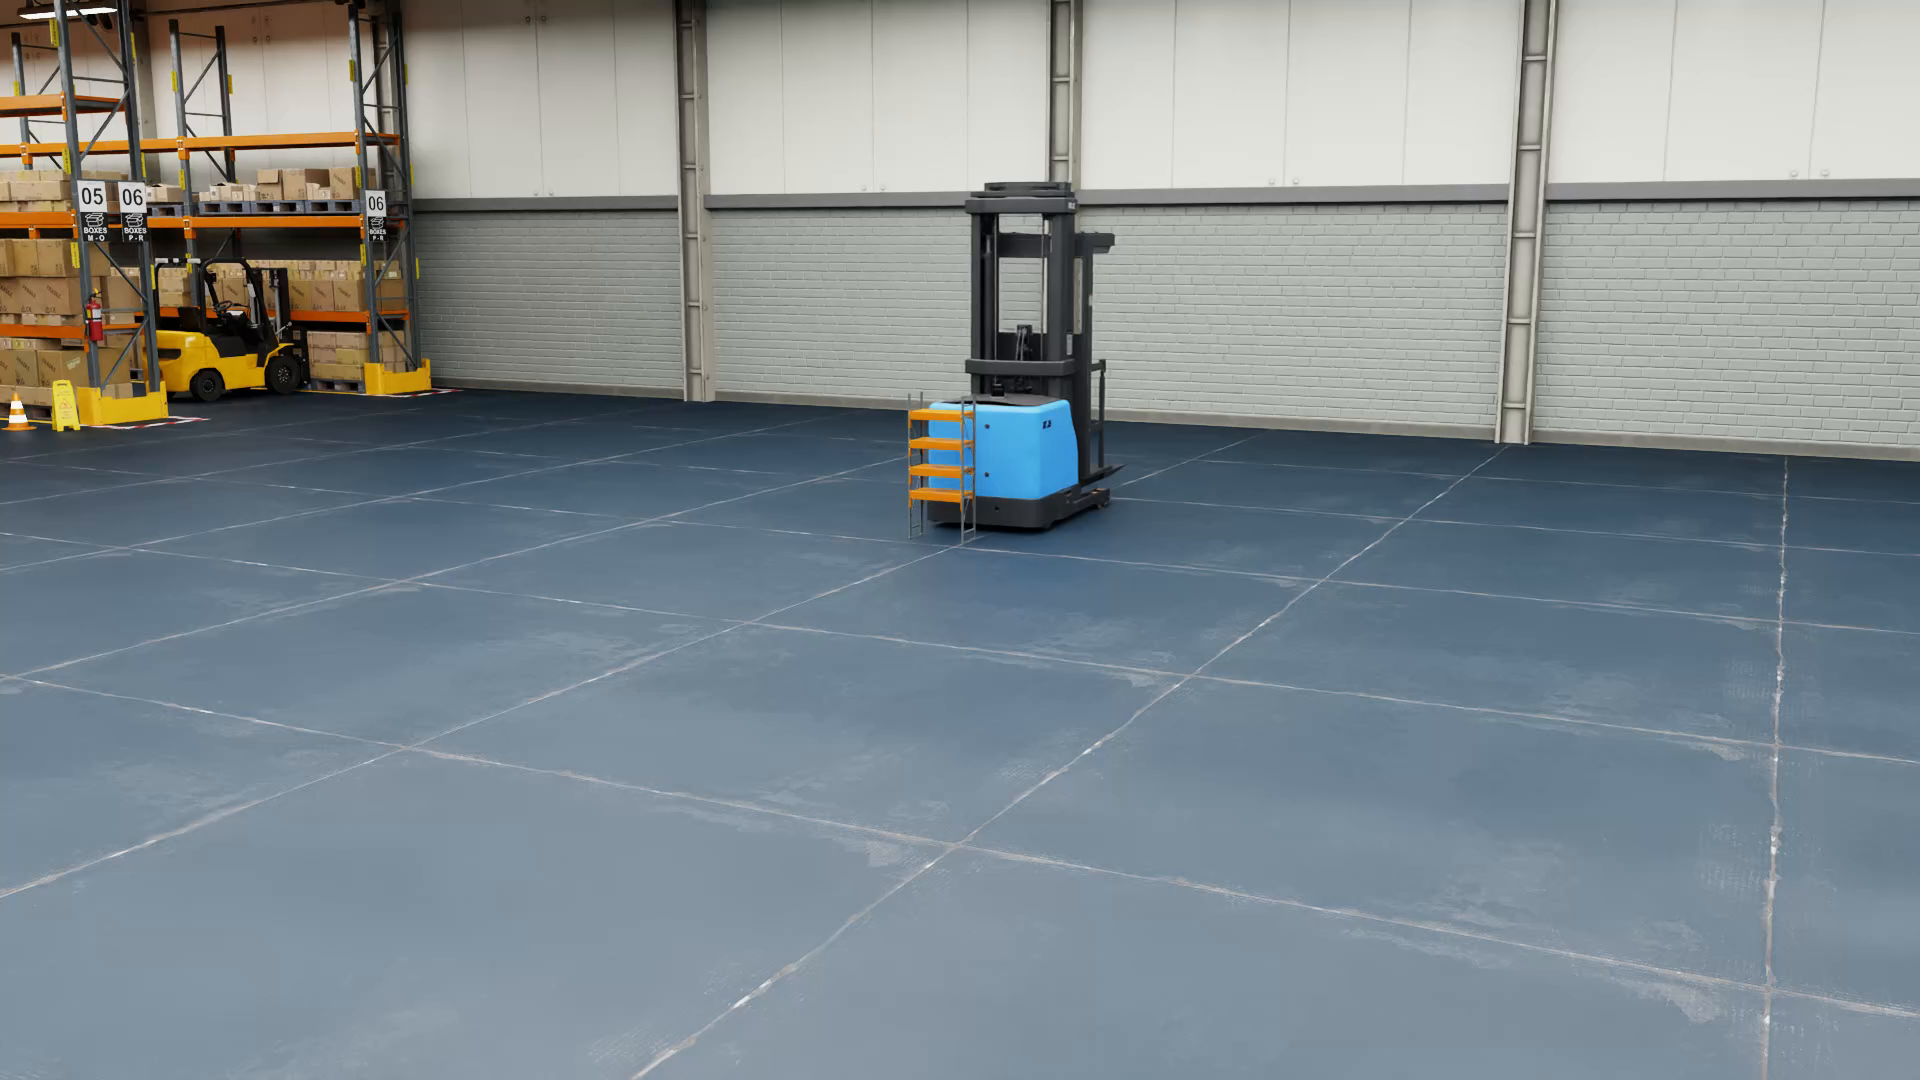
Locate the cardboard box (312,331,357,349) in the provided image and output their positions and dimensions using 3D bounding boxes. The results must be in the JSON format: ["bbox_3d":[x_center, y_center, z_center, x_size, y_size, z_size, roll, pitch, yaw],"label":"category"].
[{"bbox_3d":[-10.162,-3.263,27.068,0.500,0.250,0.500,5,12,27],"label":"cardboard box"}]

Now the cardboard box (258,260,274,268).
[{"bbox_3d":[-11.392,-4.560,27.564,0.250,0.149,0.380,5,11,26],"label":"cardboard box"}]

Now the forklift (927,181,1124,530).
[{"bbox_3d":[0.751,-1.753,15.184,1.130,2.935,3.031,4,11,22],"label":"forklift"}]

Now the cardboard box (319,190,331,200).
[{"bbox_3d":[-10.028,-5.516,26.609,0.250,0.149,0.380,5,11,24],"label":"cardboard box"}]

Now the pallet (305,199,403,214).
[{"bbox_3d":[-9.773,-5.384,26.879,1.213,0.211,1.003,5,11,26],"label":"pallet"}]

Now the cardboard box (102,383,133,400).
[{"bbox_3d":[-11.944,-2.059,23.228,0.500,0.250,0.500,5,11,25],"label":"cardboard box"}]

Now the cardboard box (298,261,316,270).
[{"bbox_3d":[-10.519,-4.466,27.044,0.250,0.149,0.380,5,12,27],"label":"cardboard box"}]

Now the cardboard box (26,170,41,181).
[{"bbox_3d":[-12.228,-4.866,22.238,0.250,0.149,0.380,5,11,25],"label":"cardboard box"}]

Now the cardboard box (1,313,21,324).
[{"bbox_3d":[-12.951,-3.059,22.917,0.250,0.149,0.380,5,11,25],"label":"cardboard box"}]

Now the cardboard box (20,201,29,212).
[{"bbox_3d":[-12.445,-4.505,22.484,0.250,0.149,0.380,5,11,26],"label":"cardboard box"}]

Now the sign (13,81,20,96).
[{"bbox_3d":[-16.556,-7.885,29.183,0.005,0.325,0.100,5,11,26],"label":"sign"}]

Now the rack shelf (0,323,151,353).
[{"bbox_3d":[-13.137,-2.902,23.361,4.000,0.370,1.077,5,11,26],"label":"rack shelf"}]

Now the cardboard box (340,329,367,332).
[{"bbox_3d":[-9.947,-3.344,27.517,0.500,0.250,0.500,5,11,26],"label":"cardboard box"}]

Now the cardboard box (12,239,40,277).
[{"bbox_3d":[-12.348,-3.832,22.558,0.500,0.500,0.700,5,11,26],"label":"cardboard box"}]

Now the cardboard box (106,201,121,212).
[{"bbox_3d":[-11.497,-4.529,22.612,0.250,0.149,0.380,5,11,26],"label":"cardboard box"}]

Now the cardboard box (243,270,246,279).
[{"bbox_3d":[-11.666,-4.419,27.623,0.250,0.149,0.380,5,11,25],"label":"cardboard box"}]

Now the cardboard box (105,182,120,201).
[{"bbox_3d":[-11.676,-4.729,22.599,0.500,0.250,0.500,5,11,25],"label":"cardboard box"}]

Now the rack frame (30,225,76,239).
[{"bbox_3d":[-16.324,-4.522,30.291,0.127,3.000,1.000,5,11,26],"label":"rack frame"}]

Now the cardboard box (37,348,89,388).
[{"bbox_3d":[-12.177,-2.342,22.685,0.500,0.500,0.500,5,11,26],"label":"cardboard box"}]

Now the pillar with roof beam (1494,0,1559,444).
[{"bbox_3d":[4.862,-4.936,15.736,0.400,9.000,9.100,5,11,26],"label":"pillar with roof beam"}]

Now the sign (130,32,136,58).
[{"bbox_3d":[-11.103,-6.635,22.280,0.005,0.325,0.100,5,11,26],"label":"sign"}]

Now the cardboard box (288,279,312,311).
[{"bbox_3d":[-10.628,-4.020,27.238,0.500,0.500,0.500,5,11,25],"label":"cardboard box"}]

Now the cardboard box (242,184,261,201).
[{"bbox_3d":[-11.541,-5.707,27.333,0.258,0.266,0.396,5,11,24],"label":"cardboard box"}]

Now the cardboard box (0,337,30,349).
[{"bbox_3d":[-12.995,-2.721,22.956,0.250,0.149,0.380,6,12,28],"label":"cardboard box"}]

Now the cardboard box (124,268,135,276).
[{"bbox_3d":[-14.301,-4.662,28.965,0.250,0.149,0.380,5,11,26],"label":"cardboard box"}]

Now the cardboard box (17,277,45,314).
[{"bbox_3d":[-12.399,-3.333,22.606,0.500,0.500,0.500,5,11,26],"label":"cardboard box"}]

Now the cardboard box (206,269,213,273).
[{"bbox_3d":[-12.568,-4.508,28.112,0.250,0.149,0.380,5,11,25],"label":"cardboard box"}]

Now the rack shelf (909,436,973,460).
[{"bbox_3d":[-0.148,-0.757,13.668,0.480,0.148,0.258,5,11,26],"label":"rack shelf"}]

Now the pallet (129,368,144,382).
[{"bbox_3d":[-14.513,-2.982,29.614,1.213,0.211,1.003,5,11,26],"label":"pallet"}]

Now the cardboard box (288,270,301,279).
[{"bbox_3d":[-10.746,-4.339,27.181,0.250,0.149,0.380,5,11,26],"label":"cardboard box"}]

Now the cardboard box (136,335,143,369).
[{"bbox_3d":[-13.903,-3.346,29.285,0.625,0.625,0.875,5,11,25],"label":"cardboard box"}]

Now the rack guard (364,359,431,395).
[{"bbox_3d":[-9.129,-2.659,27.020,0.348,0.500,1.175,5,11,26],"label":"rack guard"}]

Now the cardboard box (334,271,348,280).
[{"bbox_3d":[-9.827,-4.258,26.730,0.250,0.149,0.380,5,12,27],"label":"cardboard box"}]

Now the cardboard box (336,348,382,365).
[{"bbox_3d":[-9.725,-2.979,26.906,0.500,0.250,0.500,5,11,25],"label":"cardboard box"}]

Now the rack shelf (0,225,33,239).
[{"bbox_3d":[-18.118,-5.801,30.958,4.000,0.370,1.077,5,11,26],"label":"rack shelf"}]

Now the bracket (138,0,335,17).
[{"bbox_3d":[-12.215,-8.992,28.040,4.783,0.066,0.076,5,11,26],"label":"bracket"}]

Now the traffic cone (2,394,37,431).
[{"bbox_3d":[-12.299,-1.678,21.700,0.334,0.463,0.336,5,11,26],"label":"traffic cone"}]

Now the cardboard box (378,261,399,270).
[{"bbox_3d":[-9.357,-4.466,27.049,0.250,0.149,0.380,5,11,25],"label":"cardboard box"}]

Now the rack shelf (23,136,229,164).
[{"bbox_3d":[-14.531,-6.765,28.985,4.000,0.370,1.077,5,11,26],"label":"rack shelf"}]

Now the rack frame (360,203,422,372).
[{"bbox_3d":[-9.150,-3.891,26.807,0.127,3.000,1.000,5,11,26],"label":"rack frame"}]

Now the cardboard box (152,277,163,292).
[{"bbox_3d":[-13.755,-4.416,28.724,0.500,0.250,0.500,5,11,24],"label":"cardboard box"}]

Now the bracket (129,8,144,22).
[{"bbox_3d":[-14.541,-9.197,29.170,0.430,0.232,0.235,5,11,26],"label":"bracket"}]

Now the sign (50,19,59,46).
[{"bbox_3d":[-11.607,-6.501,21.313,0.005,0.325,0.100,5,11,26],"label":"sign"}]

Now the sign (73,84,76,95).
[{"bbox_3d":[-16.082,-8.100,30.150,0.005,0.325,0.100,5,11,26],"label":"sign"}]

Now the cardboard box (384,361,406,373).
[{"bbox_3d":[-9.504,-2.815,27.401,0.500,0.250,0.500,5,11,26],"label":"cardboard box"}]

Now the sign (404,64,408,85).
[{"bbox_3d":[-8.899,-7.469,26.663,0.005,0.325,0.100,5,11,26],"label":"sign"}]

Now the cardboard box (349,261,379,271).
[{"bbox_3d":[-9.565,-4.400,26.684,0.250,0.149,0.380,5,11,26],"label":"cardboard box"}]

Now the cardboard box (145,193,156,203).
[{"bbox_3d":[-13.858,-5.853,28.469,0.250,0.149,0.380,5,11,26],"label":"cardboard box"}]

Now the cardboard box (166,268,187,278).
[{"bbox_3d":[-13.381,-4.584,28.532,0.250,0.149,0.380,5,11,25],"label":"cardboard box"}]

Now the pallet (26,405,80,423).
[{"bbox_3d":[-12.124,-1.802,23.092,1.213,0.211,1.003,5,11,26],"label":"pallet"}]

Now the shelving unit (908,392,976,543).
[{"bbox_3d":[-0.148,-0.603,13.695,0.503,1.200,0.258,5,11,26],"label":"shelving unit"}]

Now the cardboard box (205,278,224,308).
[{"bbox_3d":[-12.455,-4.179,28.117,0.500,0.500,0.500,5,11,24],"label":"cardboard box"}]

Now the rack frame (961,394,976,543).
[{"bbox_3d":[0.070,-0.584,13.589,0.015,1.200,0.240,5,11,26],"label":"rack frame"}]

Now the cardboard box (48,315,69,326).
[{"bbox_3d":[-12.049,-2.972,22.434,0.250,0.149,0.380,5,11,25],"label":"cardboard box"}]

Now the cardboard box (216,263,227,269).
[{"bbox_3d":[-12.300,-4.645,28.037,0.250,0.149,0.380,5,11,27],"label":"cardboard box"}]
